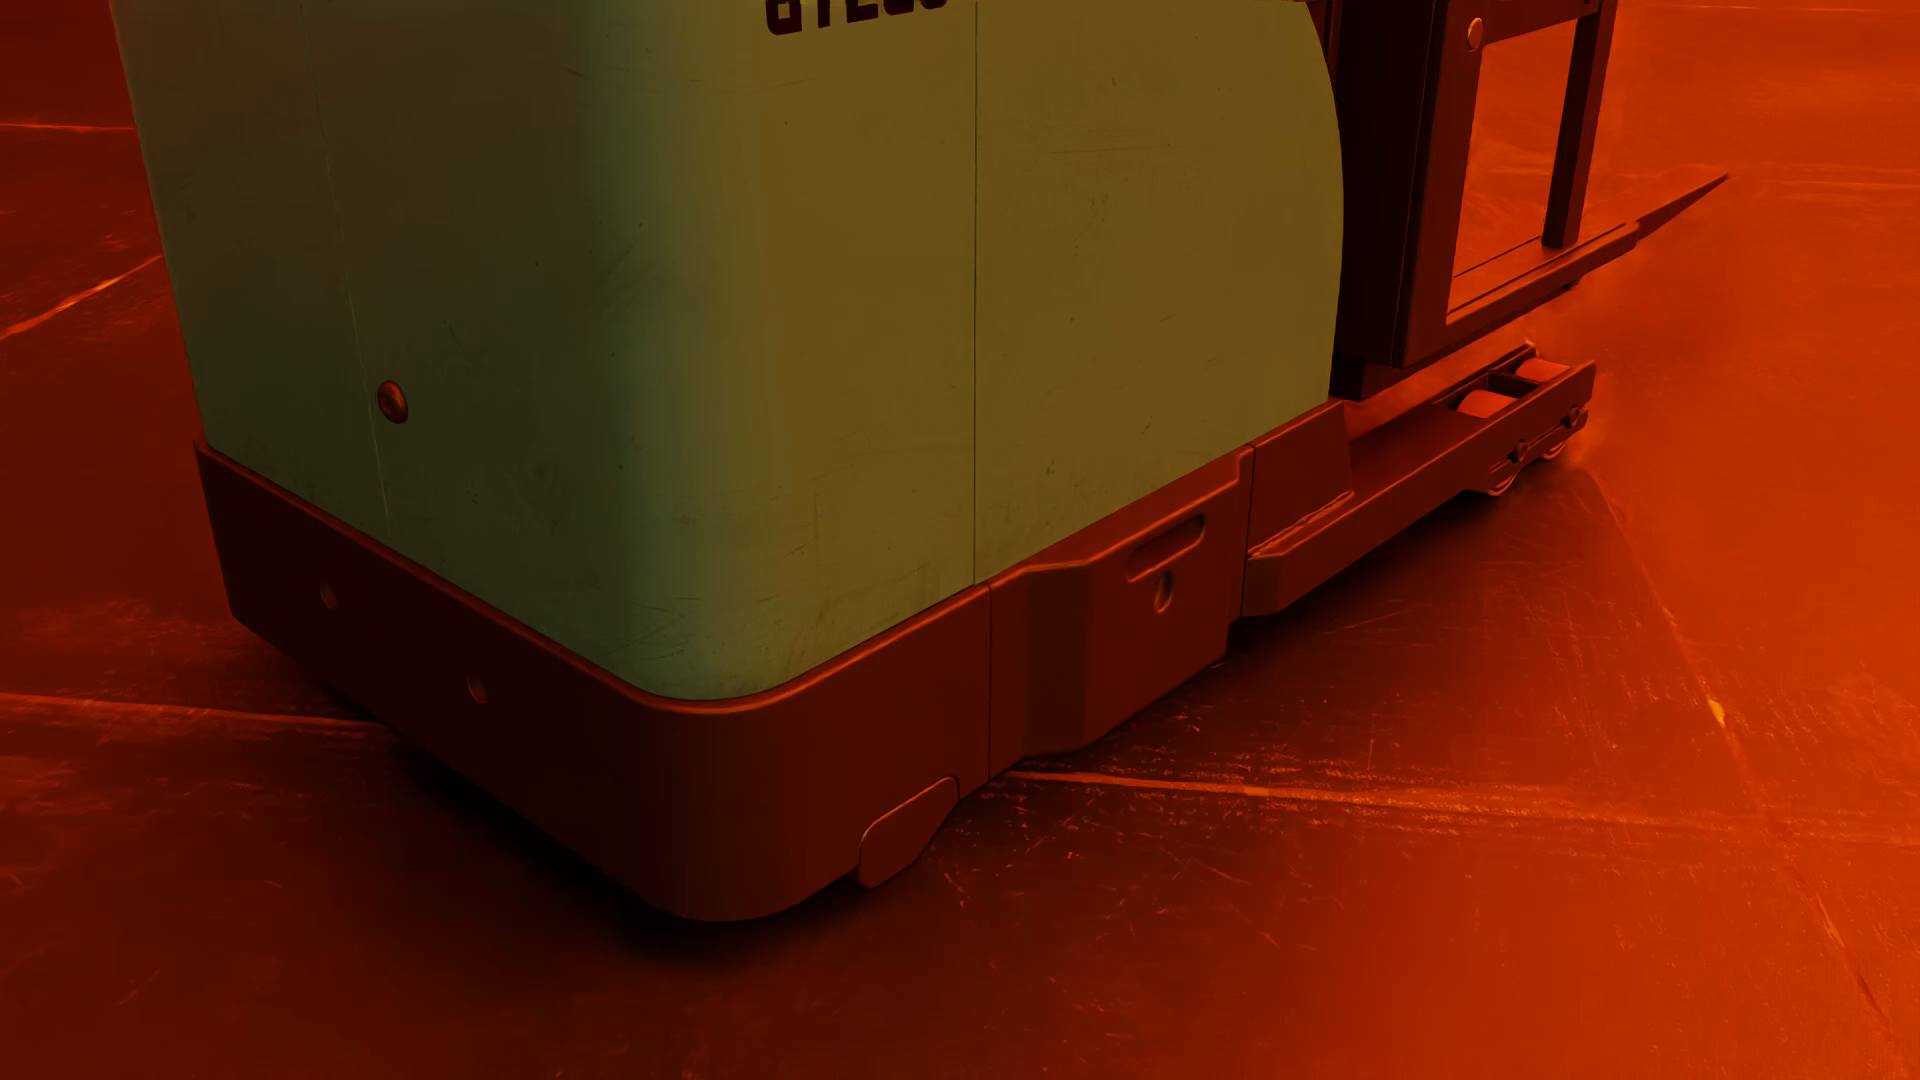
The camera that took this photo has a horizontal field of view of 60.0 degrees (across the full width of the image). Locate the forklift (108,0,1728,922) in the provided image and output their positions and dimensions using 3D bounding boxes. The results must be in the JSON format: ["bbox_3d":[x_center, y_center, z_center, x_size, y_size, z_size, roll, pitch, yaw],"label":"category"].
[{"bbox_3d":[0.405,-1.517,2.258,1.130,2.935,3.031,22,34,37],"label":"forklift"}]
